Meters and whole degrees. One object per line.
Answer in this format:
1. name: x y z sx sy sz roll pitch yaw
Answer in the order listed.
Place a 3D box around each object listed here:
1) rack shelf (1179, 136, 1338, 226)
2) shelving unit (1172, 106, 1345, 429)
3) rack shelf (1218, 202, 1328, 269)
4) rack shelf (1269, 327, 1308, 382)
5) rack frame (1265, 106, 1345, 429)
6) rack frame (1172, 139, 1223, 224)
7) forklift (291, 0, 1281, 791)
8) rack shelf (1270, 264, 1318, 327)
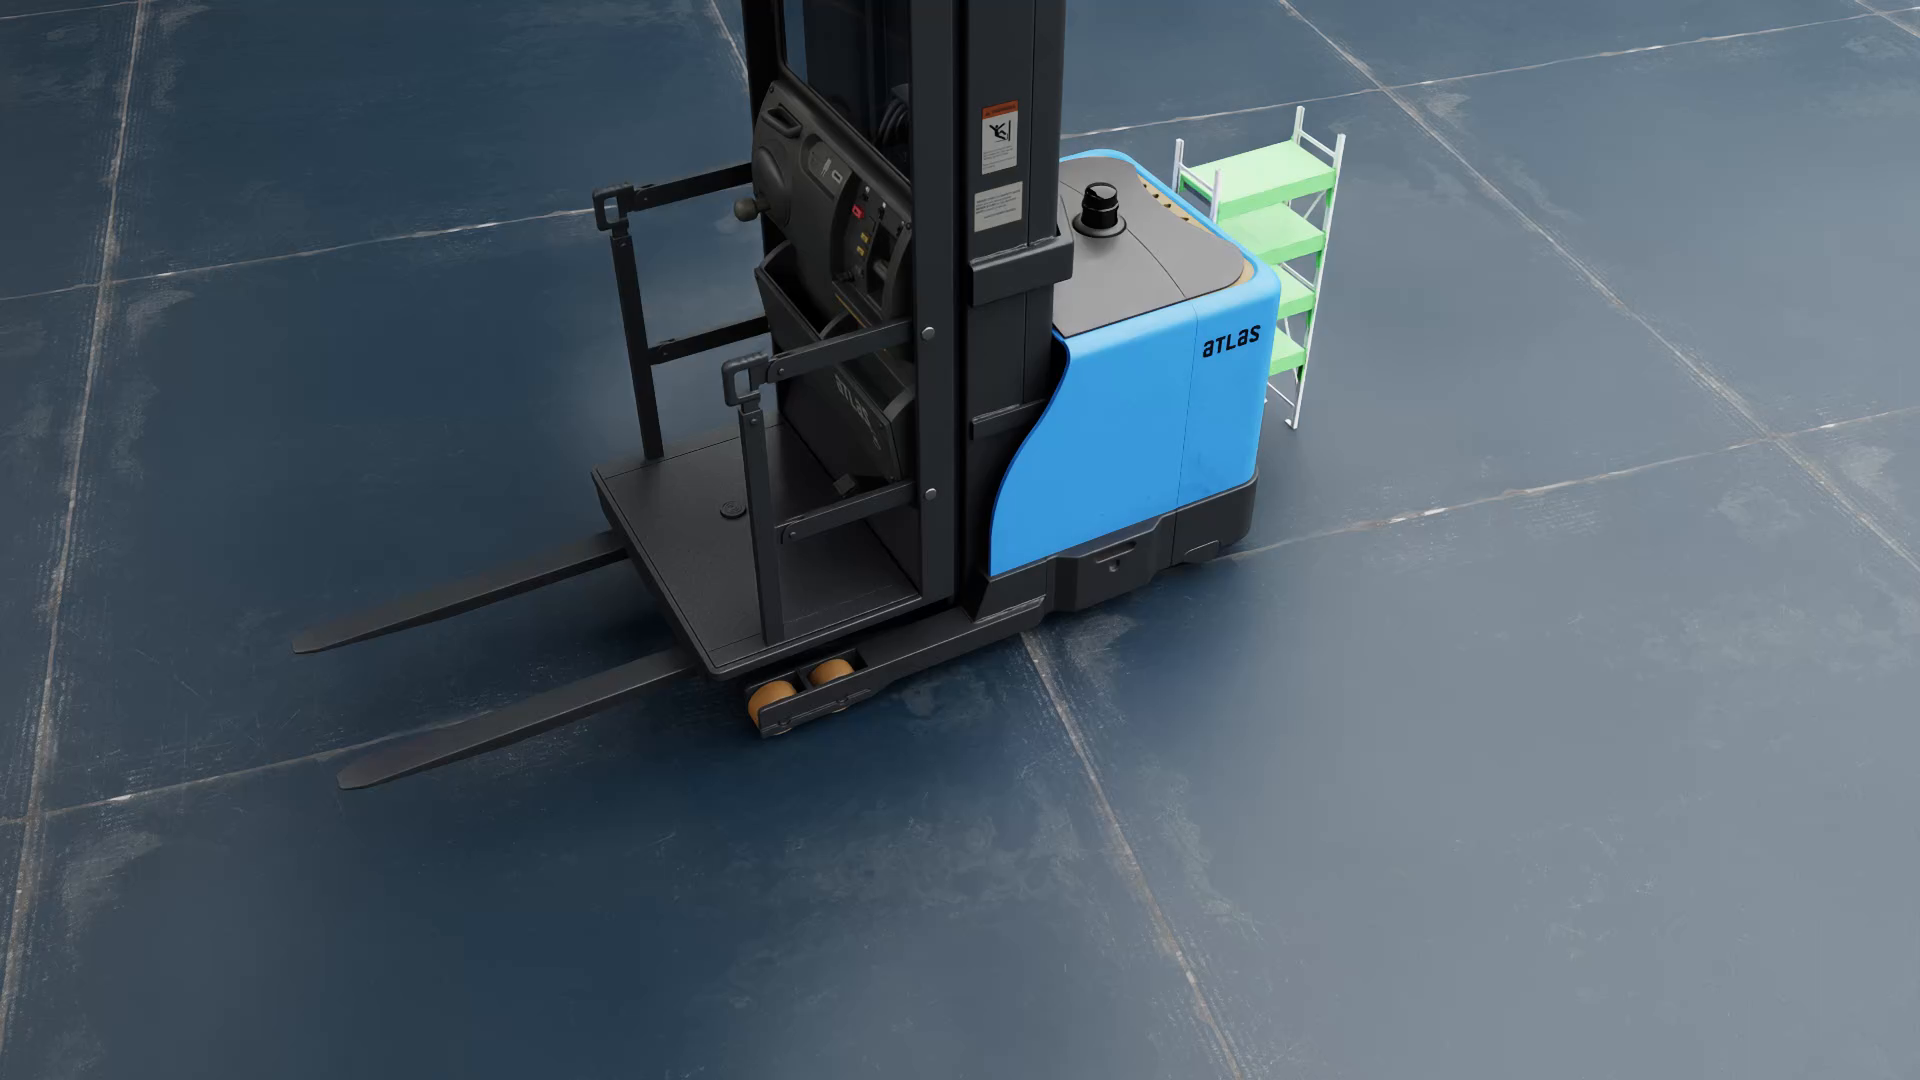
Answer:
1. rack shelf: 0.983 -1.175 5.550 0.480 0.148 0.258 -20 45 -21
2. shelving unit: 0.983 -0.861 5.824 0.503 1.200 0.258 -20 45 -21
3. rack shelf: 0.983 -0.994 5.708 0.480 0.148 0.258 -20 45 -21
4. rack shelf: 0.983 -0.633 6.024 0.480 0.148 0.258 -20 45 -21
5. rack frame: 1.198 -0.938 5.912 0.015 1.200 0.240 -20 45 -21
6. rack frame: 0.769 -0.785 5.737 0.015 1.200 0.240 -20 45 -21
7. forklift: -0.547 -0.909 4.563 3.031 2.935 1.130 -20 45 -21
8. rack shelf: 0.983 -0.813 5.866 0.480 0.148 0.258 -20 45 -21
